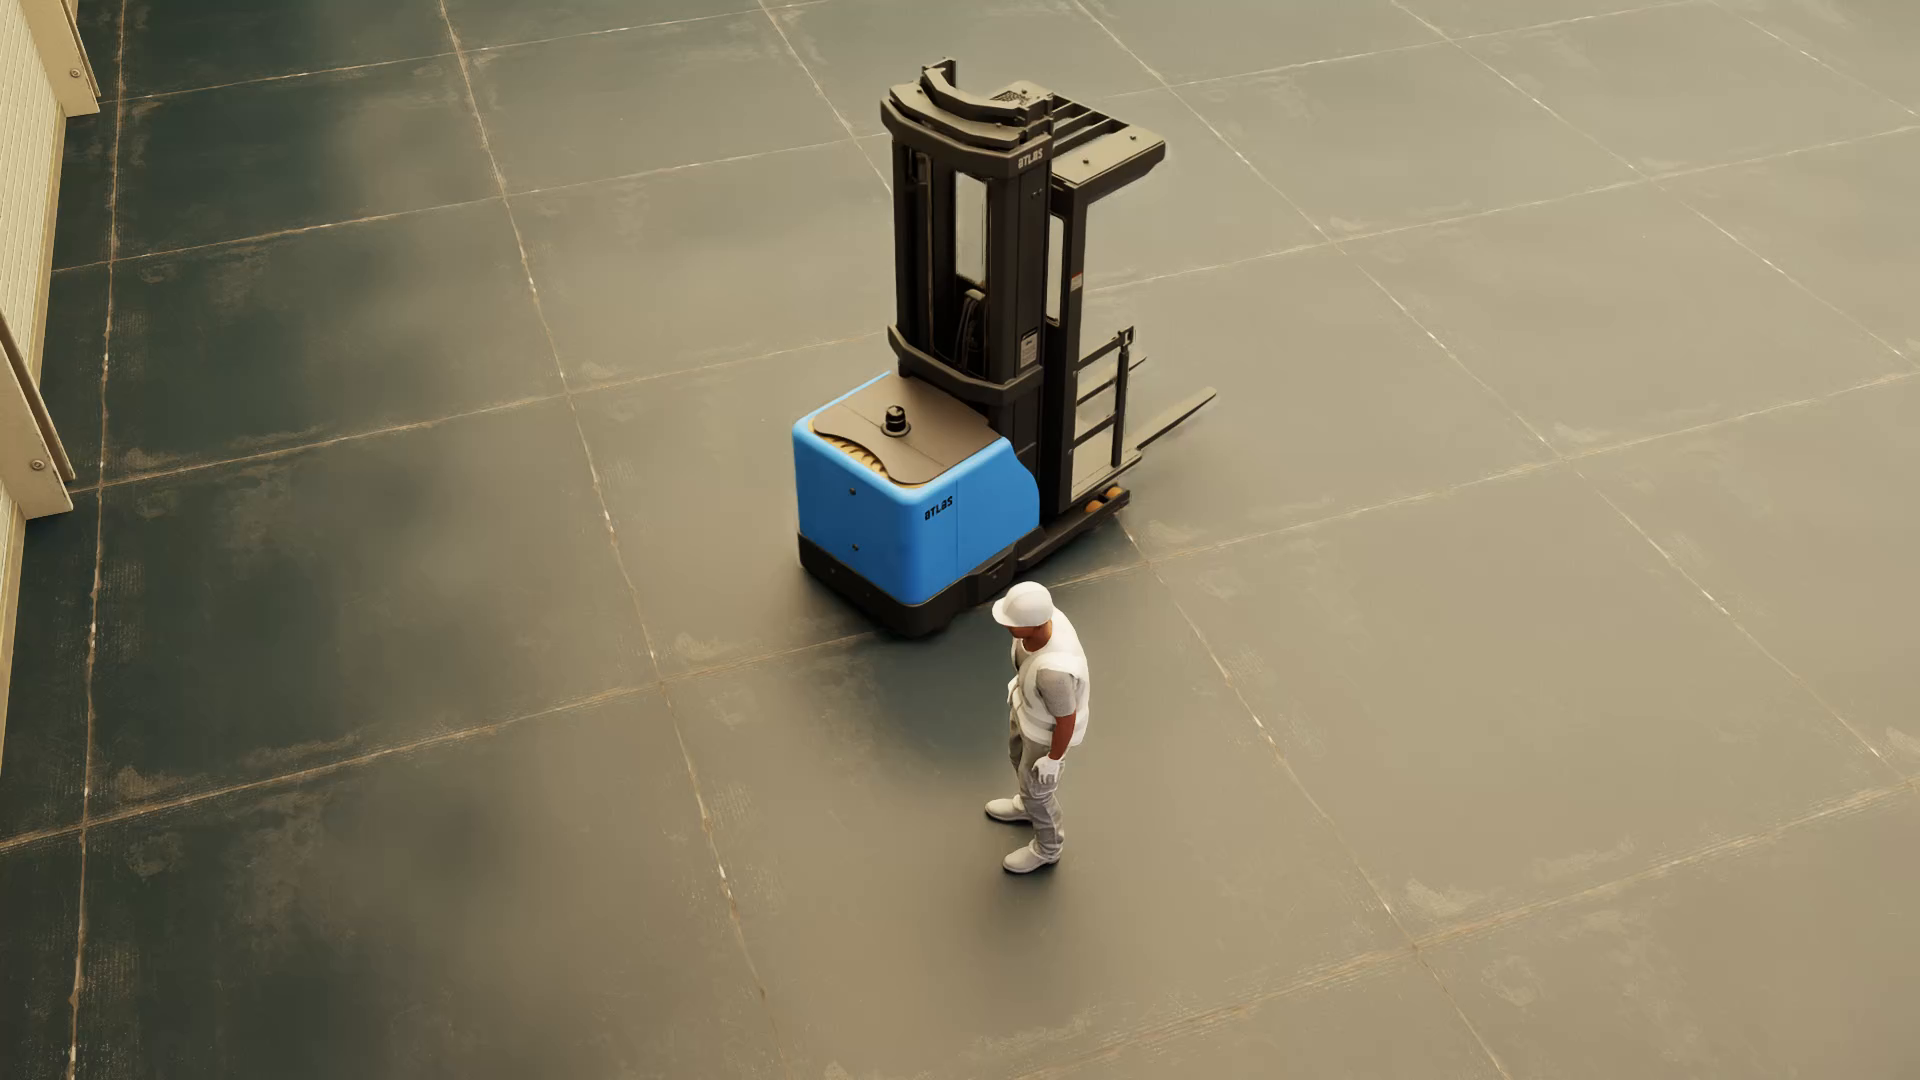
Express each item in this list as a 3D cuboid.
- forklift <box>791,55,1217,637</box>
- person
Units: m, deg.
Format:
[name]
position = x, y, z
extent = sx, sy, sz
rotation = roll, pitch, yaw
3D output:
[forklift]
position = 4.747, 6.484, 0.274
extent = 24.538, 2.935, 14.427
rotation = 32, 50, 33
[person]
position = 0.348, 0.859, 7.877
extent = 0.426, 1.772, 0.617
rotation = -8, 41, -9
